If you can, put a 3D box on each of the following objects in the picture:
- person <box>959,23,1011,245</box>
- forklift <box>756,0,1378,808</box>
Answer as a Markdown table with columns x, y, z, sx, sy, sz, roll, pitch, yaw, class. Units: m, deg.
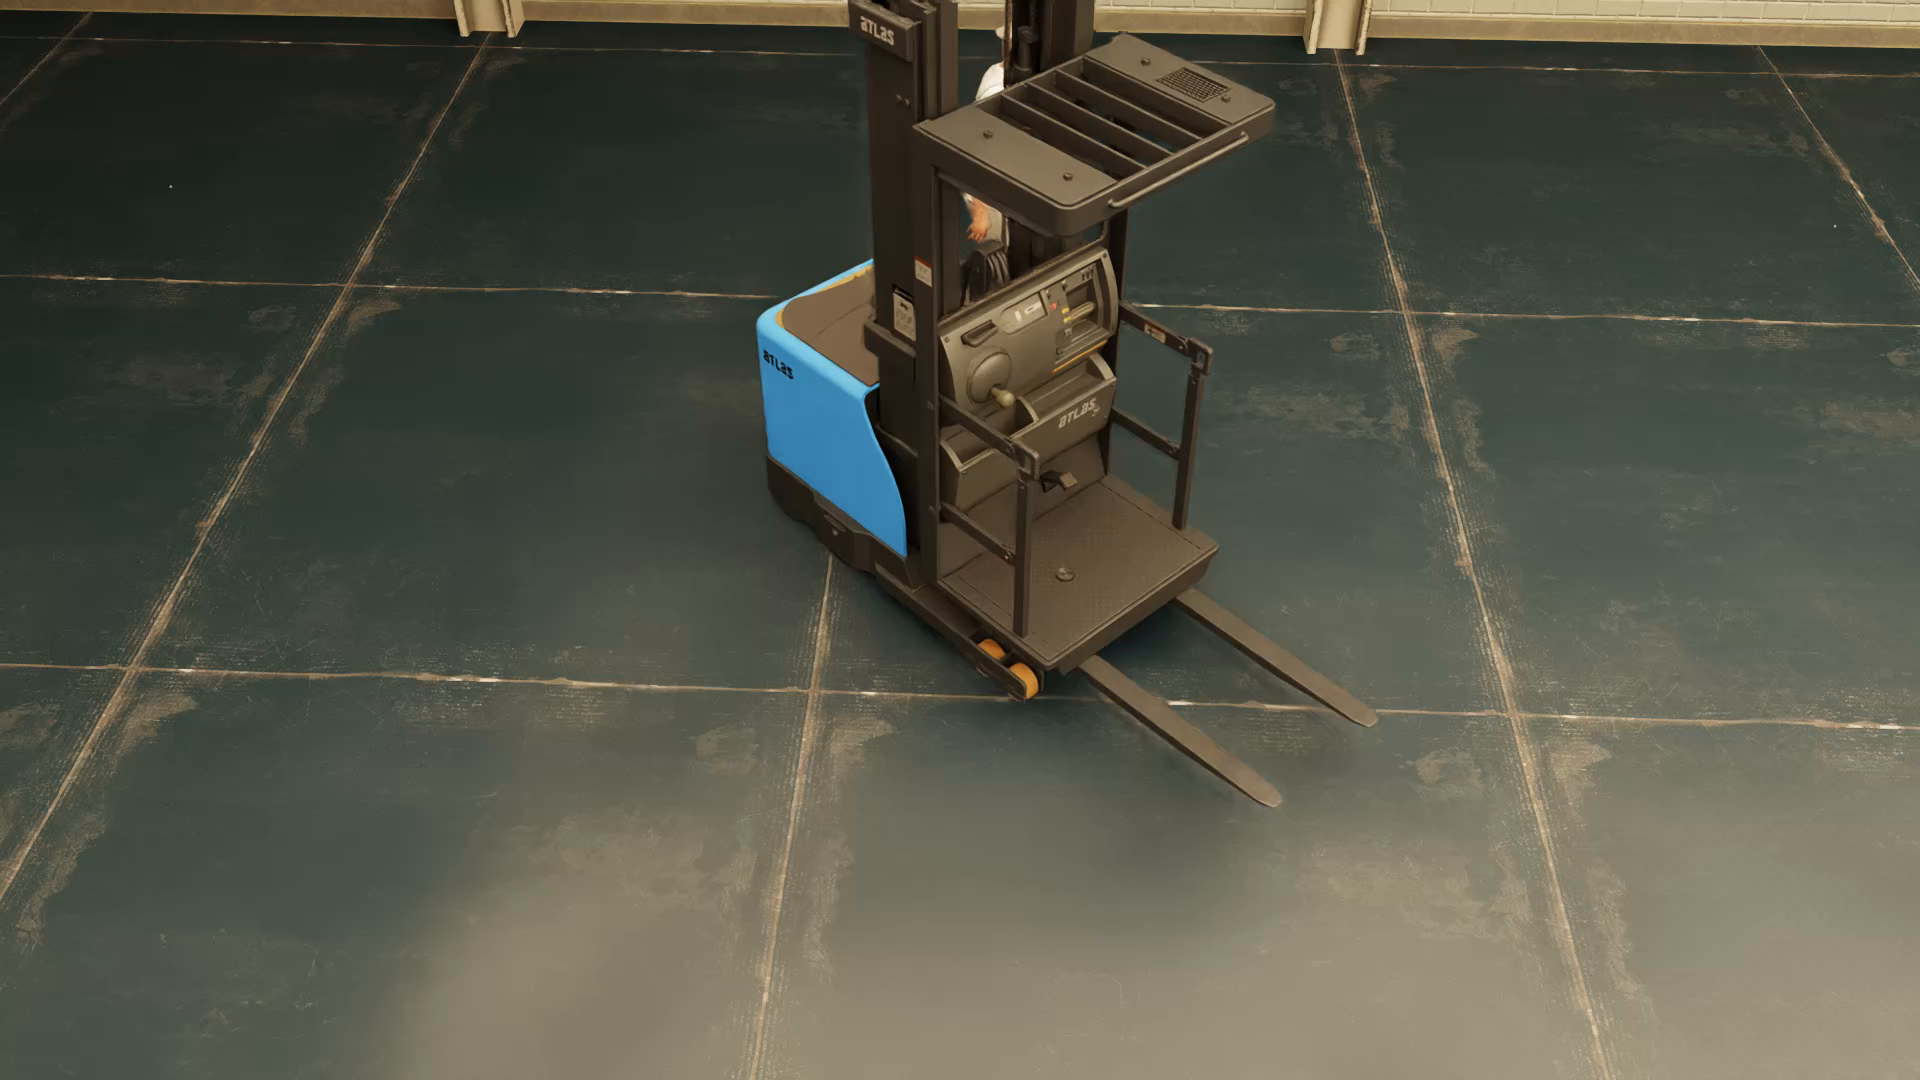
| x | y | z | sx | sy | sz | roll | pitch | yaw | class |
| --- | --- | --- | --- | --- | --- | --- | --- | --- | --- |
| 0.212 | -1.873 | 8.707 | 0.426 | 1.719 | 0.874 | 4 | 43 | 4 | person |
| 0.436 | -0.782 | 6.599 | 1.130 | 2.935 | 3.031 | -32 | 51 | -30 | forklift |
